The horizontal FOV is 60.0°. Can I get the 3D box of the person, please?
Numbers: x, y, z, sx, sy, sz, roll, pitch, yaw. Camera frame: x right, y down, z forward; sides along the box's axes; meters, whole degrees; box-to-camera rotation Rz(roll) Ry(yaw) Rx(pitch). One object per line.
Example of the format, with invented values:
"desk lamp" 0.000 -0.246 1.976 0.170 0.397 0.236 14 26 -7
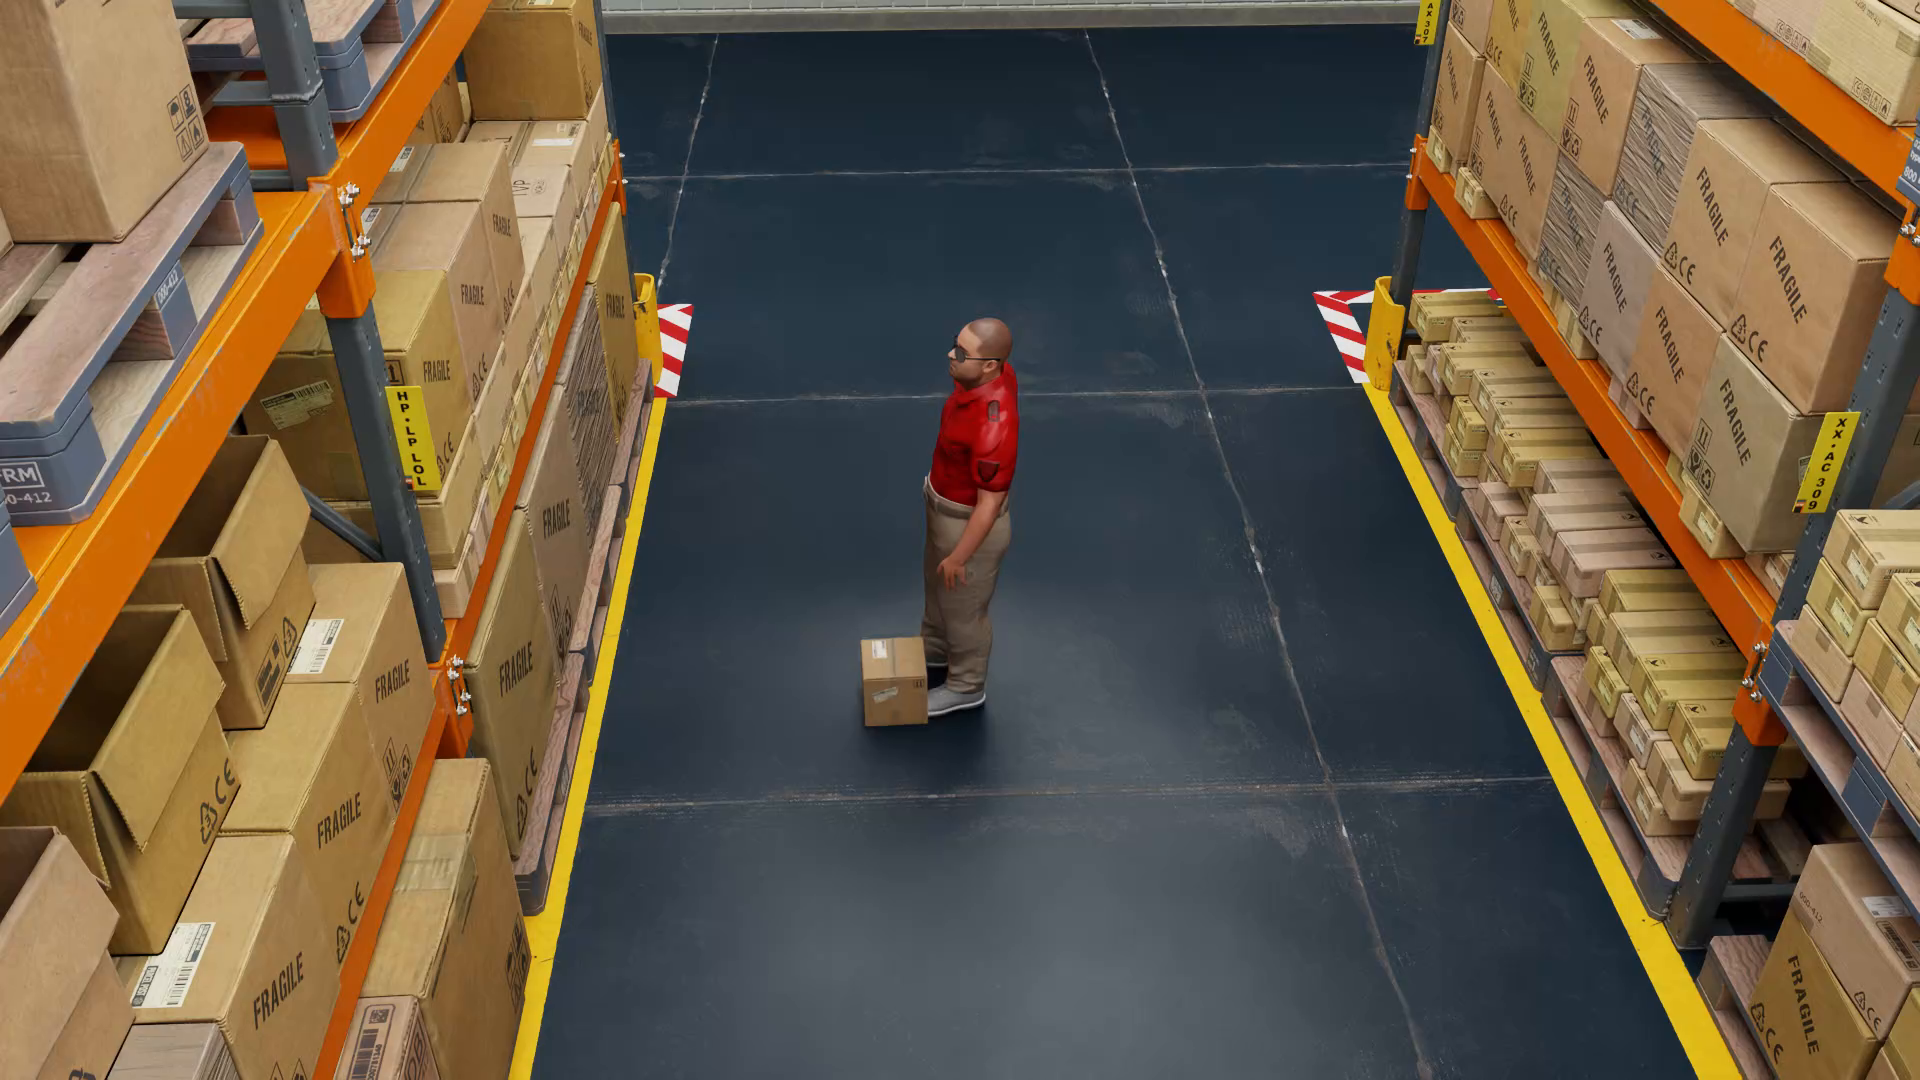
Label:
"person" -0.061 -0.072 6.248 0.551 1.727 0.635 -1 35 -2
